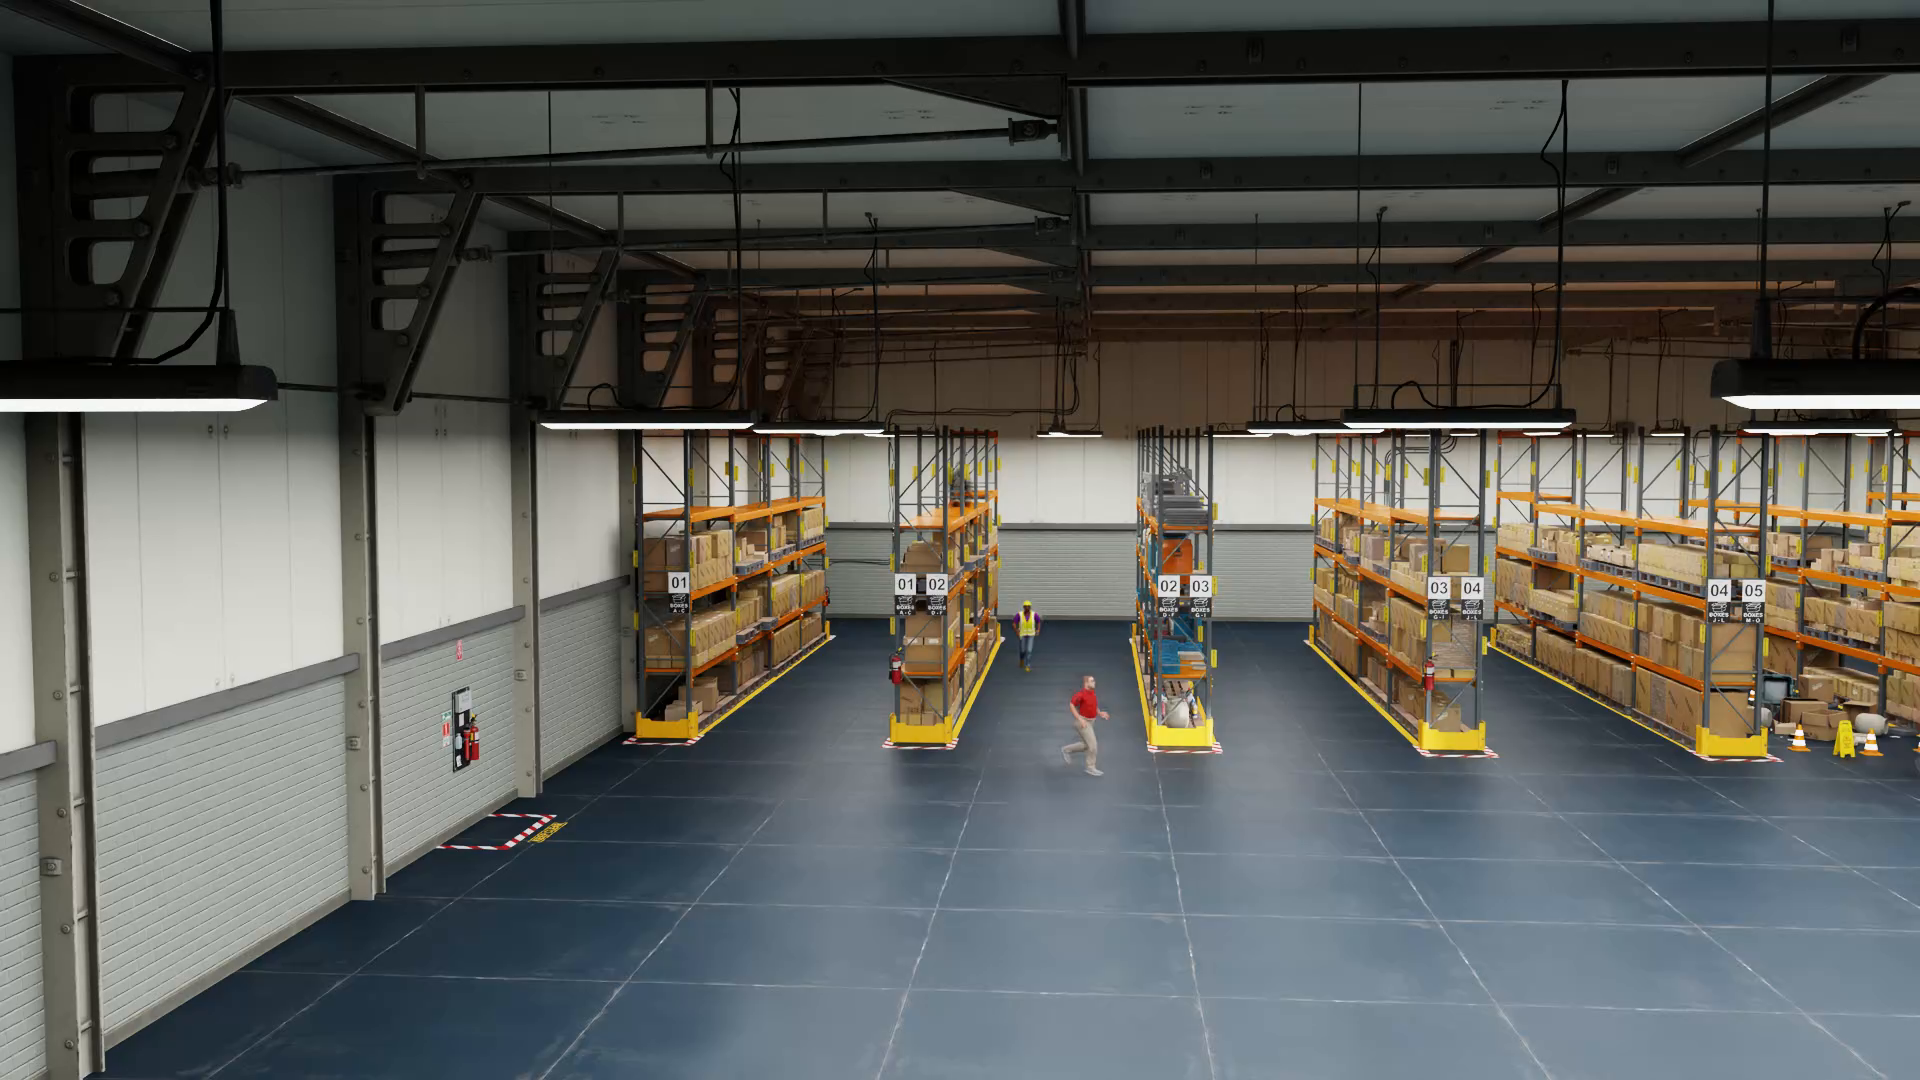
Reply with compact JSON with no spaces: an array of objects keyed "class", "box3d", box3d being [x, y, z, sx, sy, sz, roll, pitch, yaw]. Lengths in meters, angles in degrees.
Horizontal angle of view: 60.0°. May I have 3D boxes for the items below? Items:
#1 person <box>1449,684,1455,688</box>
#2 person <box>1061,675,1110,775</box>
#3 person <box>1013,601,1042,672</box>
[{"class":"person","box3d":[11.385,2.497,38.907,0.663,1.795,0.970,0,3,5]},{"class":"person","box3d":[2.098,3.168,28.588,0.823,1.704,0.648,2,4,28]},{"class":"person","box3d":[1.676,2.377,41.355,0.723,1.743,0.644,0,3,-2]}]
